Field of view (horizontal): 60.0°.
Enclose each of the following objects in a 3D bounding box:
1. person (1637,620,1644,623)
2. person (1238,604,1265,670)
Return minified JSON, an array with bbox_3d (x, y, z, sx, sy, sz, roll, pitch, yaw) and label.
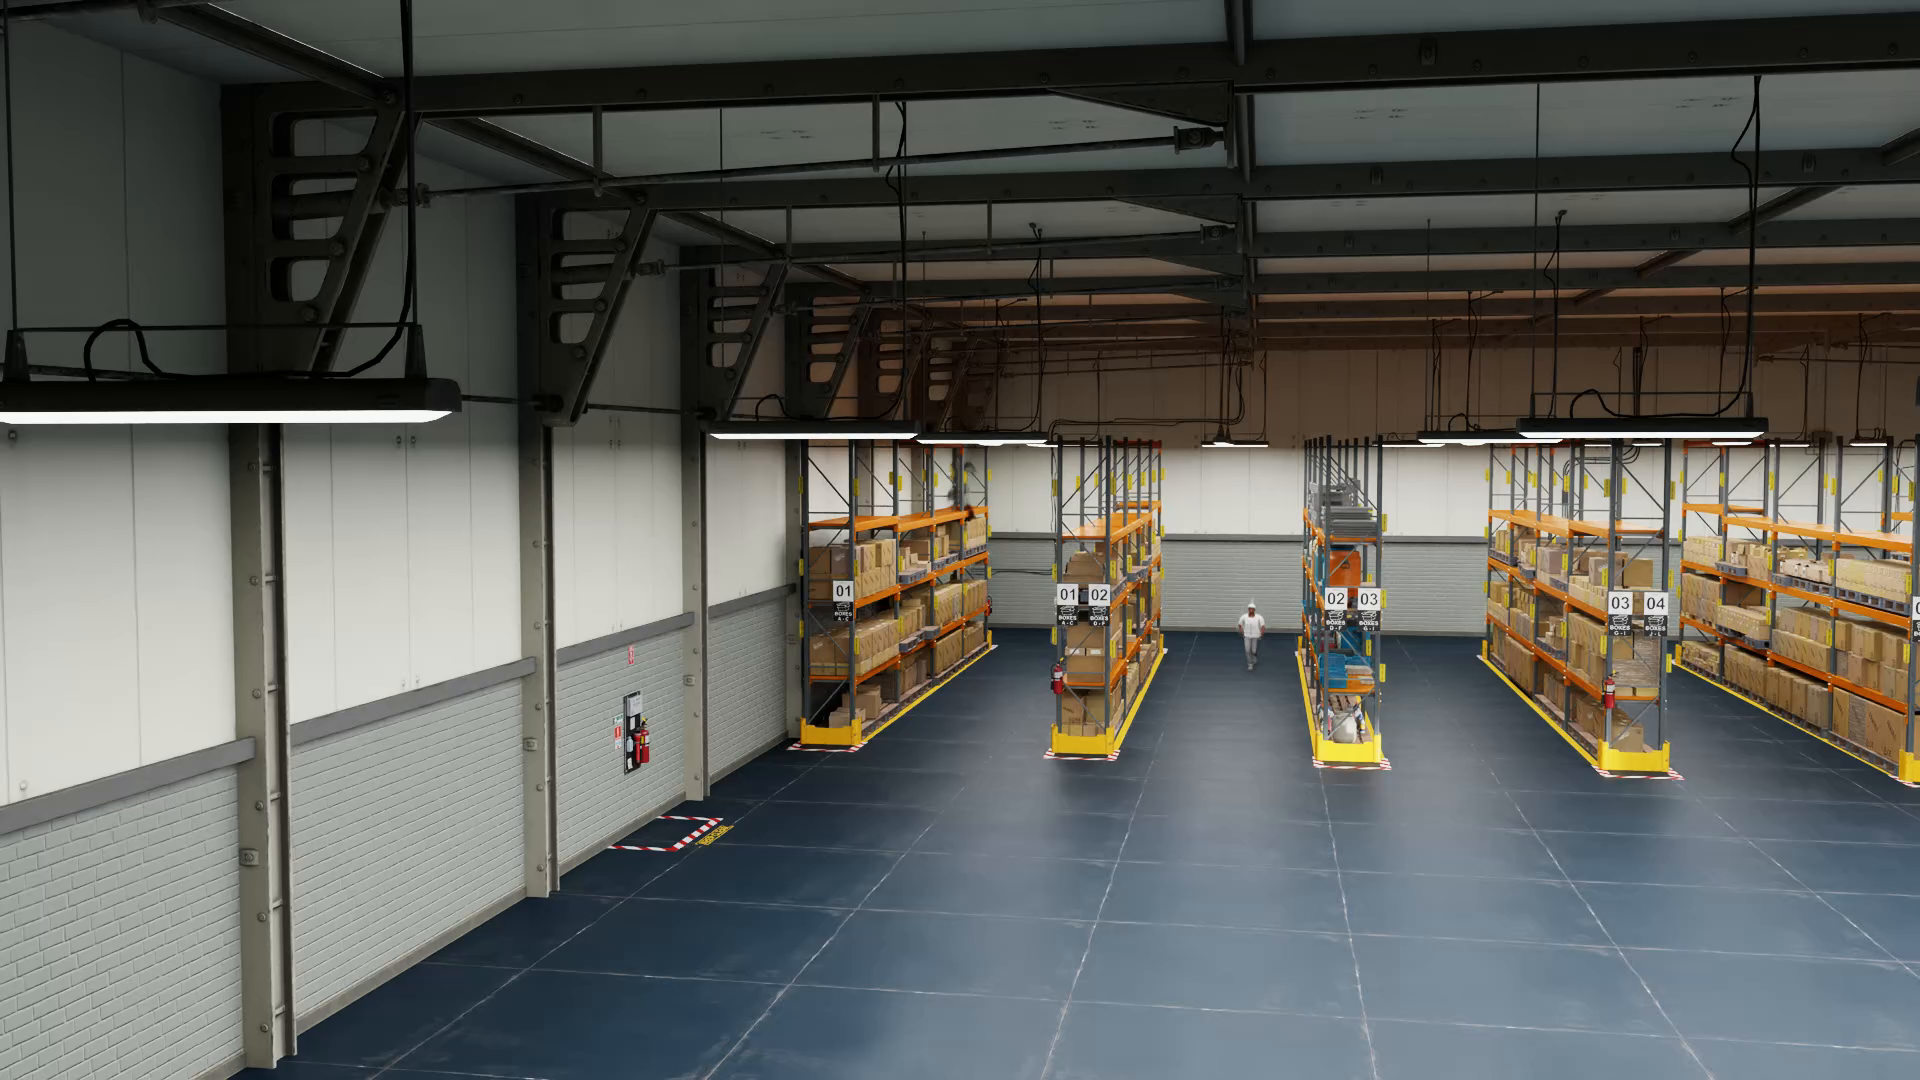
[{"bbox_3d":[18.110,2.518,43.909,0.687,1.731,1.029,0,3,1],"label":"person"},{"bbox_3d":[7.607,2.523,43.434,0.702,1.723,0.598,1,3,15],"label":"person"}]
